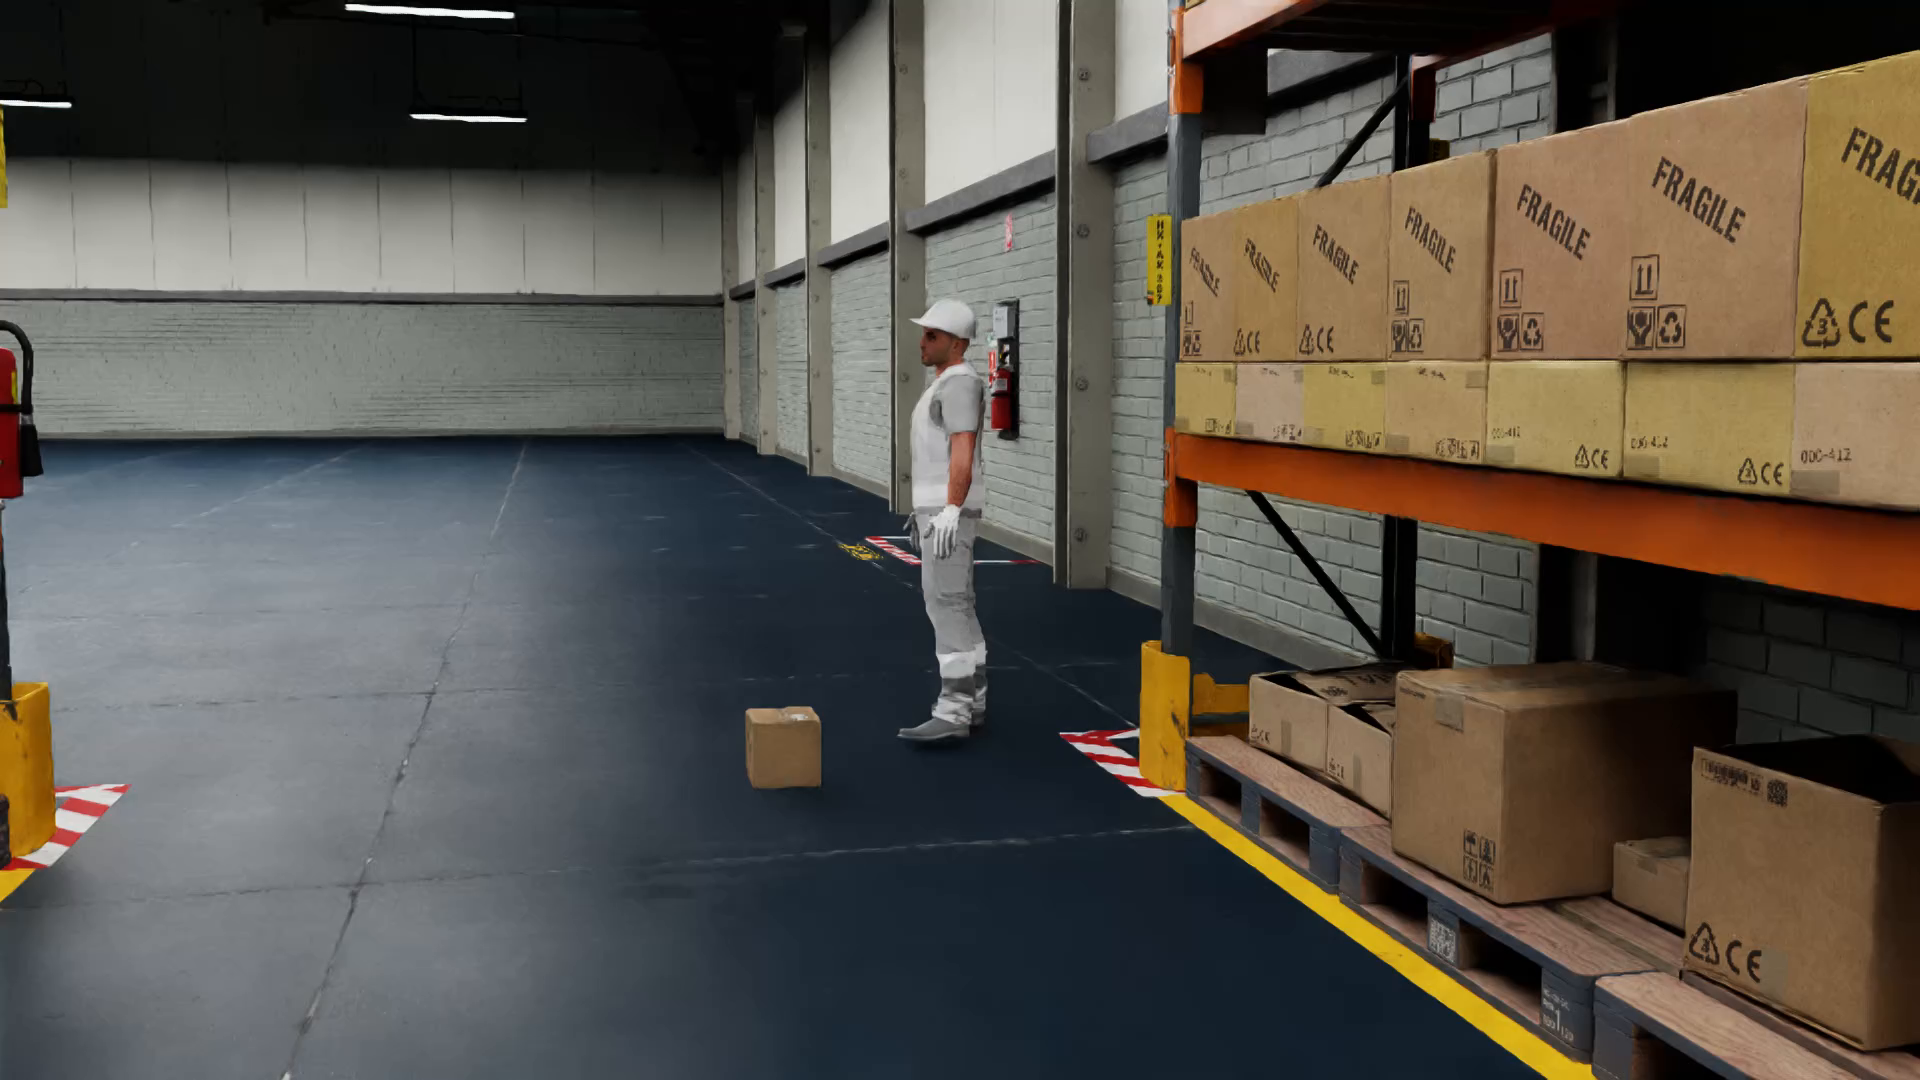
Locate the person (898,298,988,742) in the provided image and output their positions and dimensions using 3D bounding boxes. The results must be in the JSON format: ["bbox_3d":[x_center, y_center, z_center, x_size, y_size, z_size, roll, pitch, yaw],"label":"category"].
[{"bbox_3d":[-0.065,-0.092,6.839,0.377,1.793,0.687,0,6,-1],"label":"person"}]
